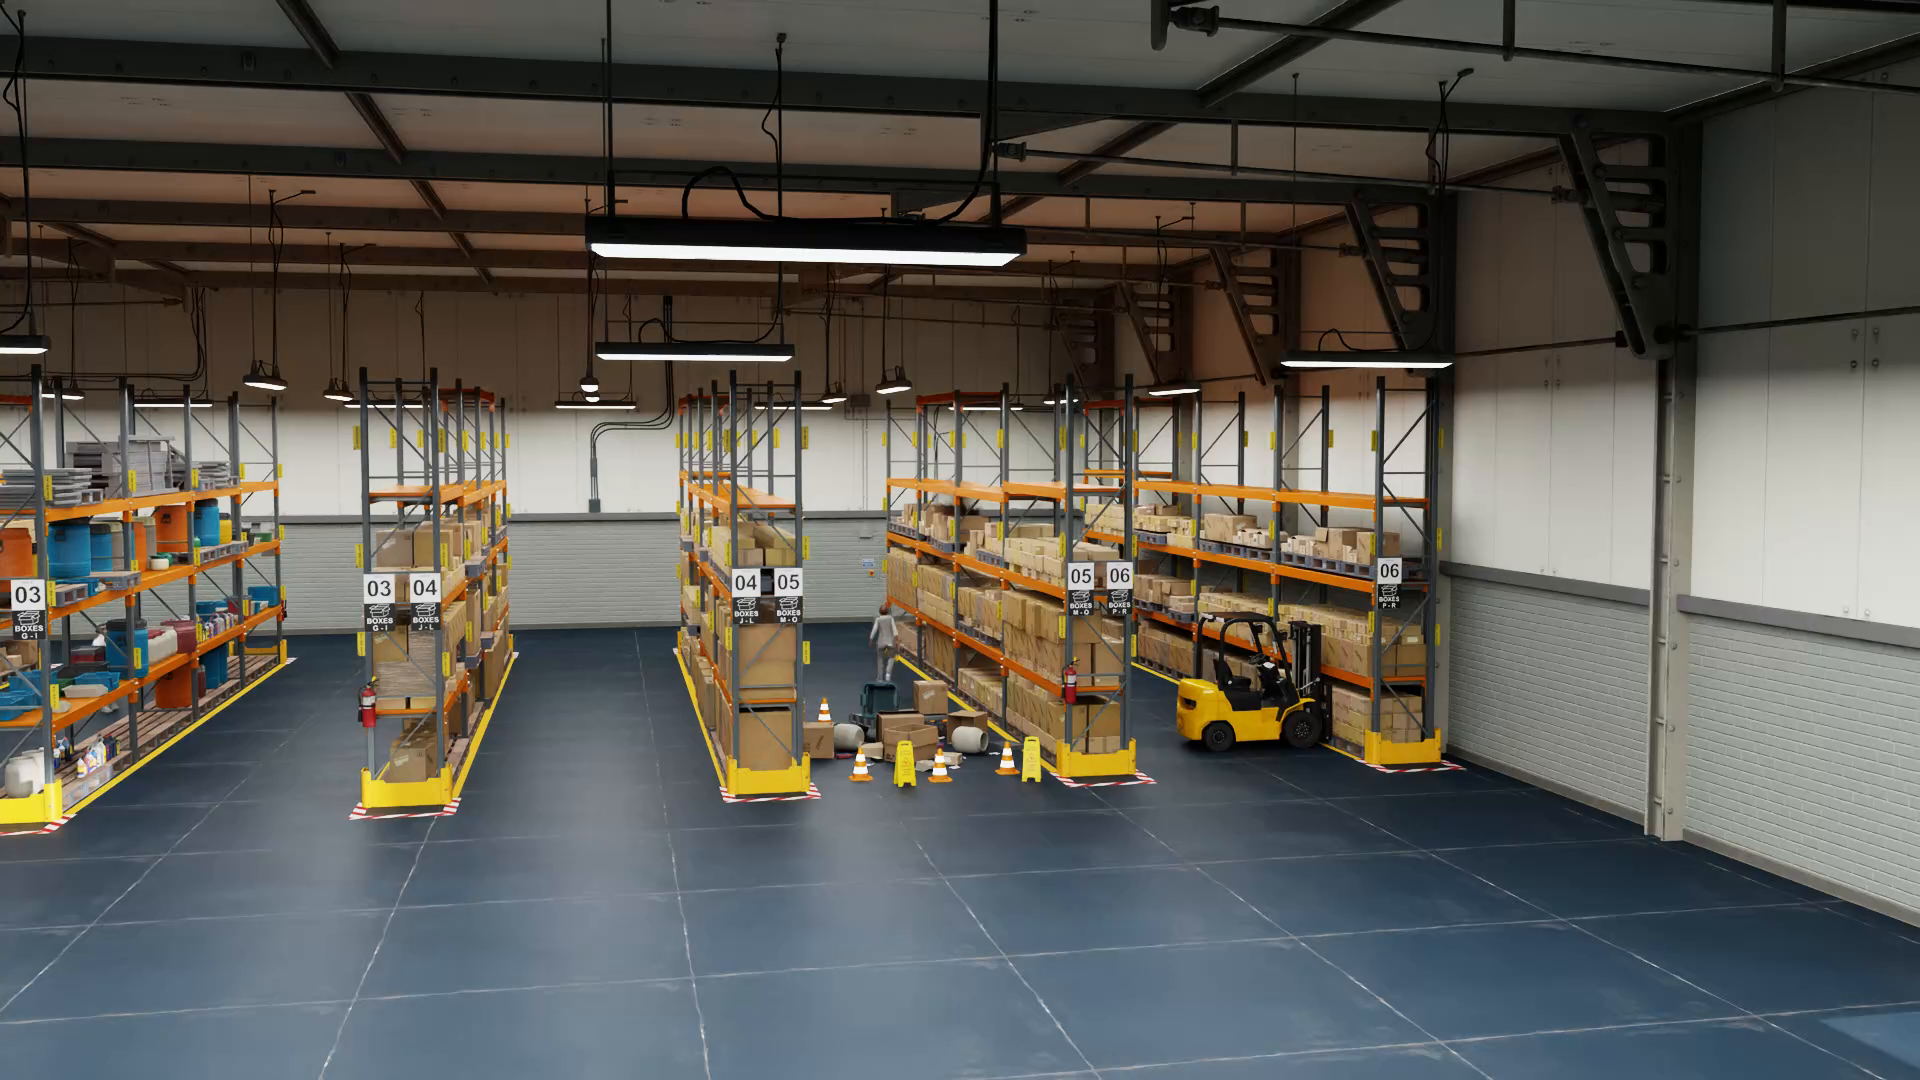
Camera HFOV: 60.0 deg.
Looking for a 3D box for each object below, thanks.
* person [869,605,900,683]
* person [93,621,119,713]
[{"bbox_3d":[-1.504,2.084,33.127,0.588,1.595,0.447,-1,3,-10],"label":"person"},{"bbox_3d":[-15.796,2.341,30.792,0.412,1.693,0.529,2,4,29],"label":"person"}]
